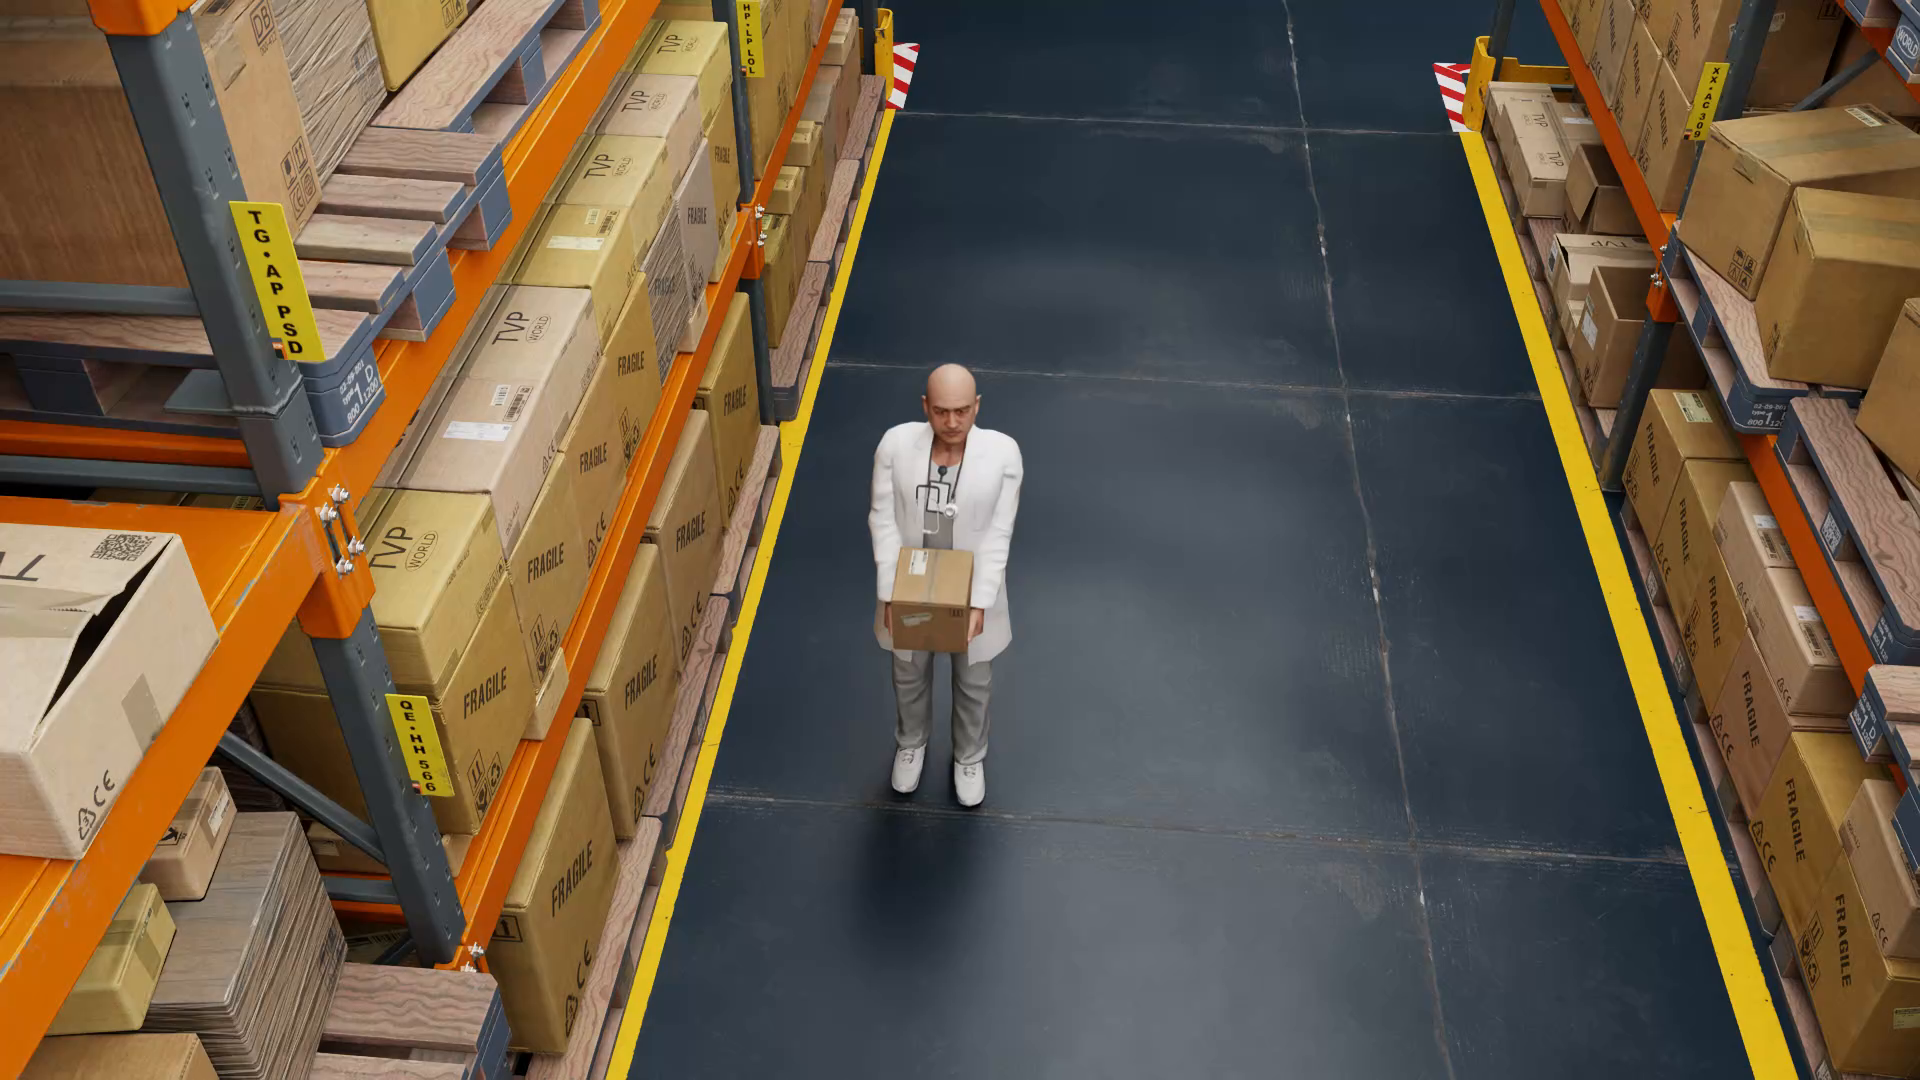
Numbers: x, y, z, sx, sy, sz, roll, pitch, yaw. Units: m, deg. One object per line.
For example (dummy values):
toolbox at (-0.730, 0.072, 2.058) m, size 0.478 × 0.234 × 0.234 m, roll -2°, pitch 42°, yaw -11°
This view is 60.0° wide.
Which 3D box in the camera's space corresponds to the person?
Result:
person at (-0.062, 0.232, 5.891) m, size 0.528 × 1.771 × 0.563 m, roll 4°, pitch 40°, yaw 5°
